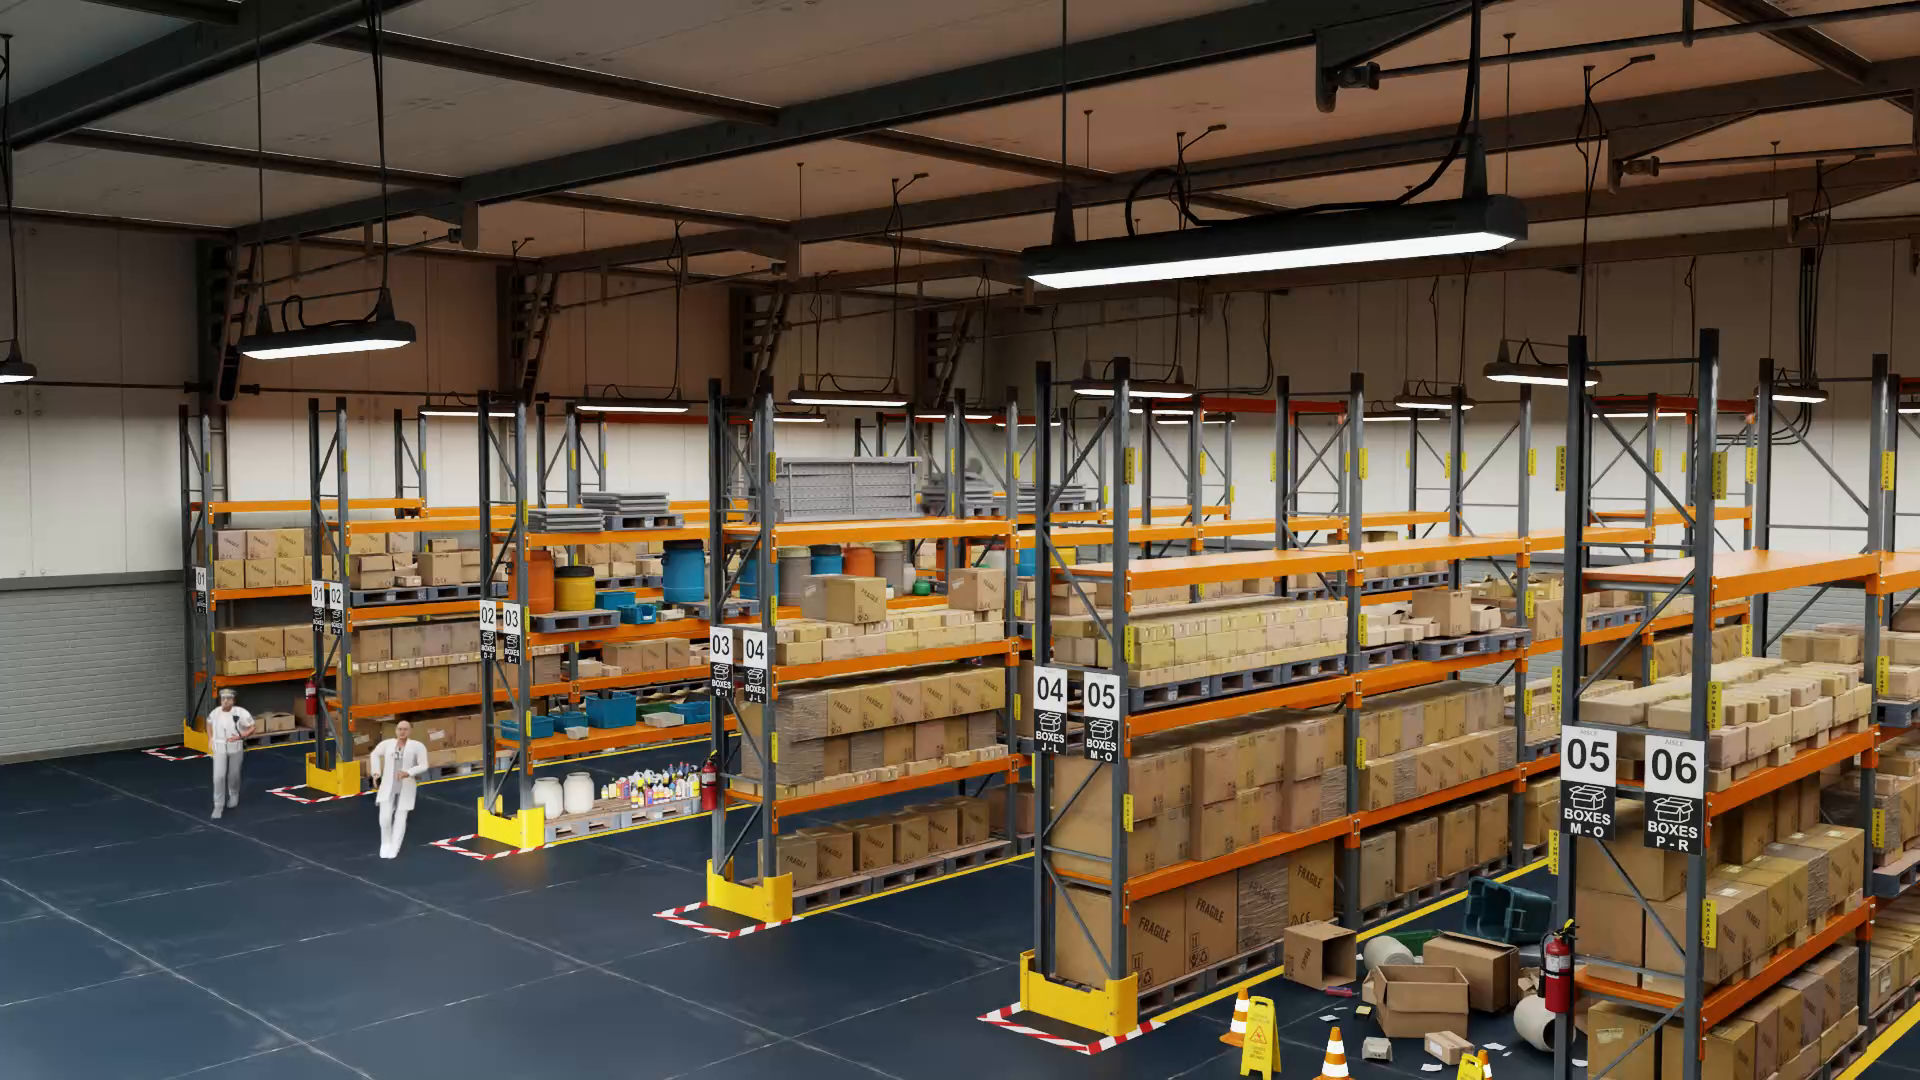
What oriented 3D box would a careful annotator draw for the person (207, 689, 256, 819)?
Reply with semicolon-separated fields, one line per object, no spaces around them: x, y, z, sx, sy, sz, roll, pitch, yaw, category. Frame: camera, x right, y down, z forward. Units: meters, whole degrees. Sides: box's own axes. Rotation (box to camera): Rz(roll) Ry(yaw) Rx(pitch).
-10.450;3.025;23.843;0.671;1.837;0.849;-1;3;-17;person

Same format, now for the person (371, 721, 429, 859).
-7.141;3.180;21.185;0.717;1.749;0.610;-1;3;-15;person
